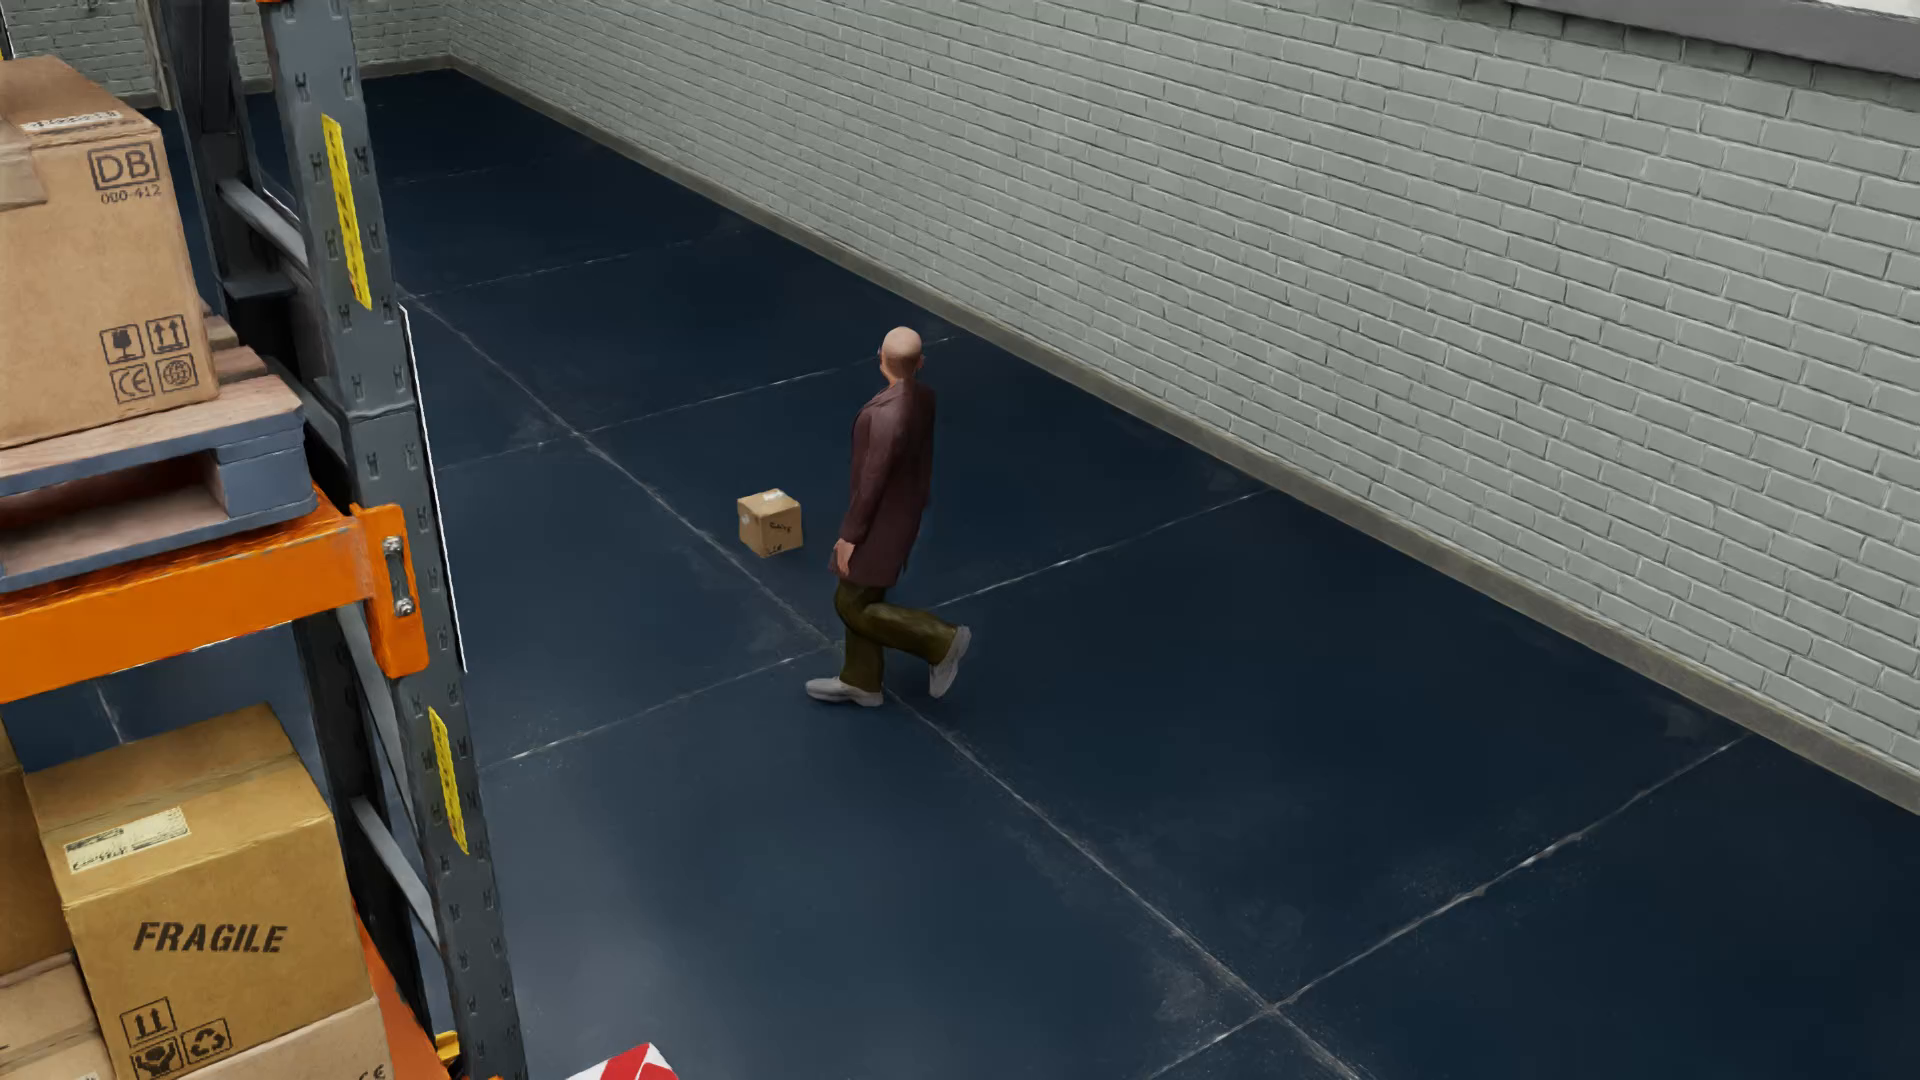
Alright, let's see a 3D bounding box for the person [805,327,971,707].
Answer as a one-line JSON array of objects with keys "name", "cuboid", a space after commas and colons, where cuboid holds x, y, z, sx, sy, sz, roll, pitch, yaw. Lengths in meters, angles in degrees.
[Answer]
[{"name": "person", "cuboid": [-0.309, -0.076, 7.306, 0.776, 1.740, 0.646, 5, 29, 10]}]
